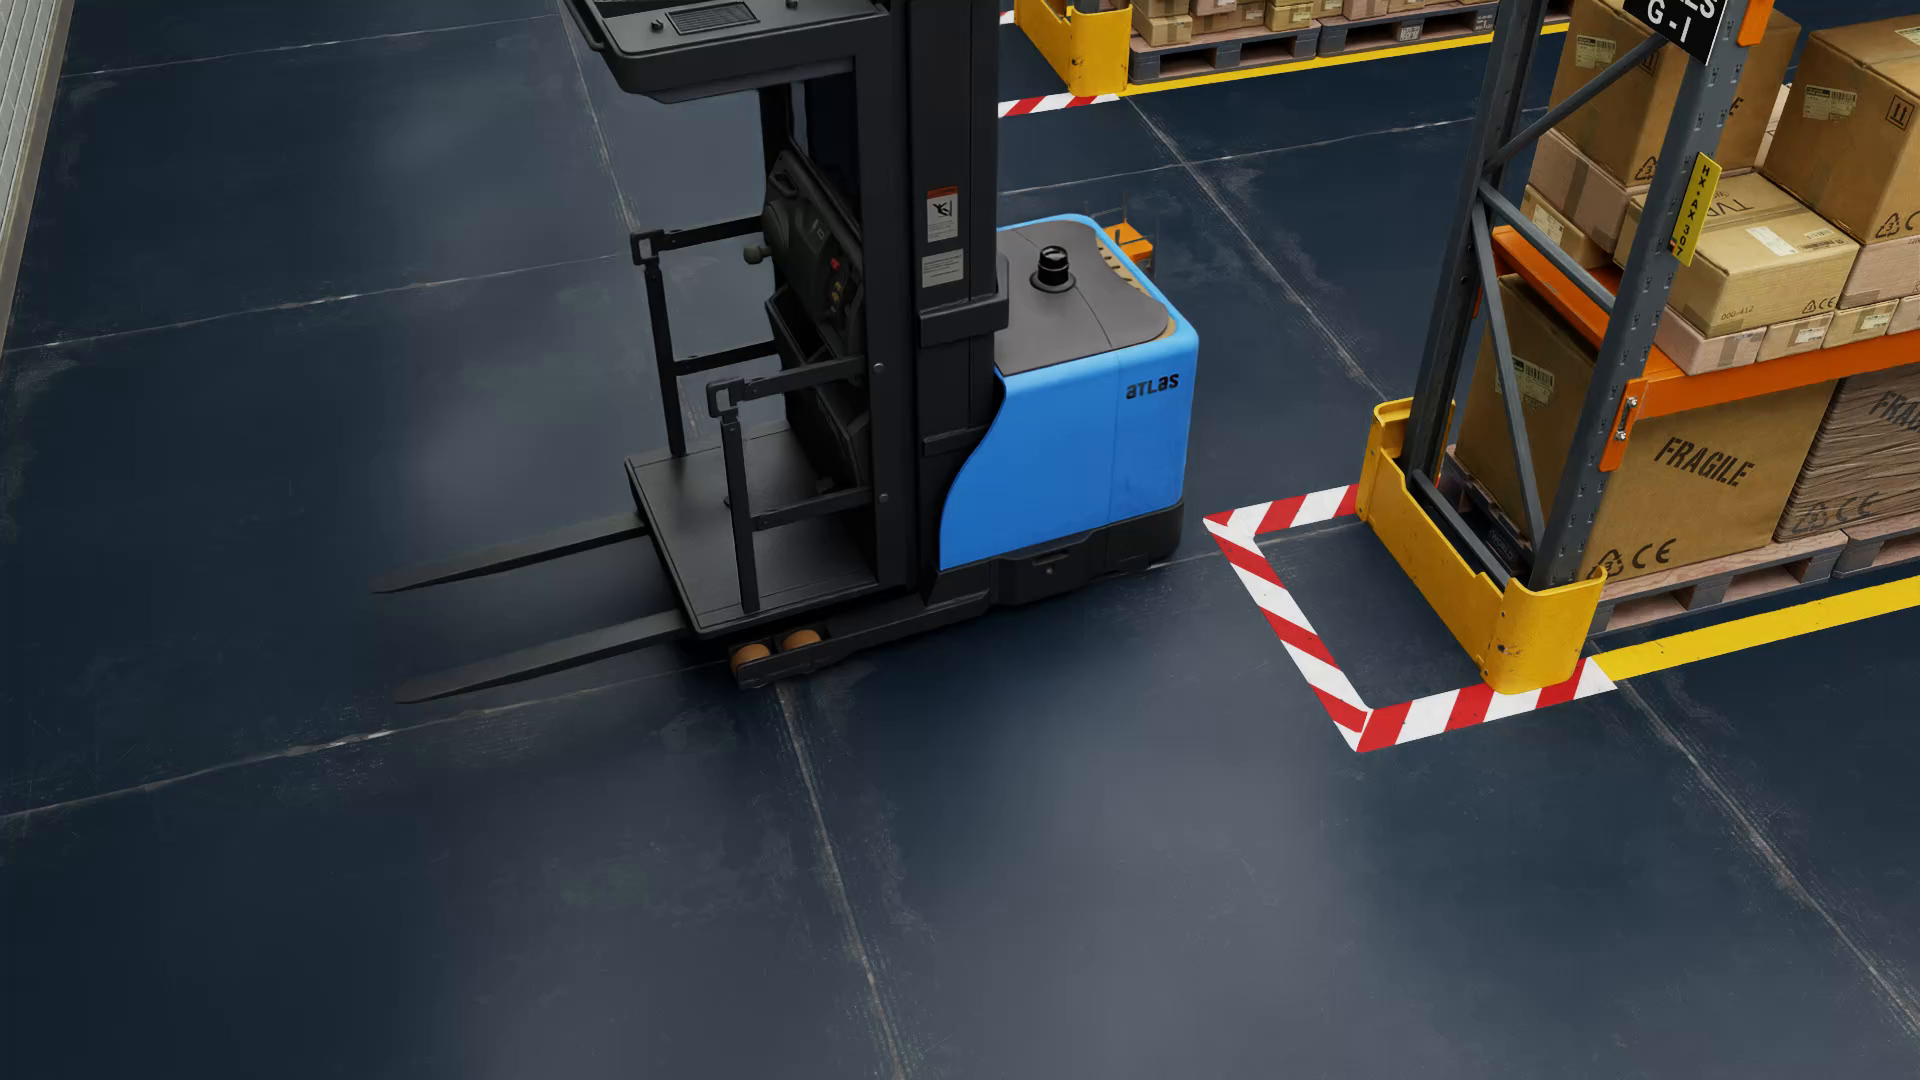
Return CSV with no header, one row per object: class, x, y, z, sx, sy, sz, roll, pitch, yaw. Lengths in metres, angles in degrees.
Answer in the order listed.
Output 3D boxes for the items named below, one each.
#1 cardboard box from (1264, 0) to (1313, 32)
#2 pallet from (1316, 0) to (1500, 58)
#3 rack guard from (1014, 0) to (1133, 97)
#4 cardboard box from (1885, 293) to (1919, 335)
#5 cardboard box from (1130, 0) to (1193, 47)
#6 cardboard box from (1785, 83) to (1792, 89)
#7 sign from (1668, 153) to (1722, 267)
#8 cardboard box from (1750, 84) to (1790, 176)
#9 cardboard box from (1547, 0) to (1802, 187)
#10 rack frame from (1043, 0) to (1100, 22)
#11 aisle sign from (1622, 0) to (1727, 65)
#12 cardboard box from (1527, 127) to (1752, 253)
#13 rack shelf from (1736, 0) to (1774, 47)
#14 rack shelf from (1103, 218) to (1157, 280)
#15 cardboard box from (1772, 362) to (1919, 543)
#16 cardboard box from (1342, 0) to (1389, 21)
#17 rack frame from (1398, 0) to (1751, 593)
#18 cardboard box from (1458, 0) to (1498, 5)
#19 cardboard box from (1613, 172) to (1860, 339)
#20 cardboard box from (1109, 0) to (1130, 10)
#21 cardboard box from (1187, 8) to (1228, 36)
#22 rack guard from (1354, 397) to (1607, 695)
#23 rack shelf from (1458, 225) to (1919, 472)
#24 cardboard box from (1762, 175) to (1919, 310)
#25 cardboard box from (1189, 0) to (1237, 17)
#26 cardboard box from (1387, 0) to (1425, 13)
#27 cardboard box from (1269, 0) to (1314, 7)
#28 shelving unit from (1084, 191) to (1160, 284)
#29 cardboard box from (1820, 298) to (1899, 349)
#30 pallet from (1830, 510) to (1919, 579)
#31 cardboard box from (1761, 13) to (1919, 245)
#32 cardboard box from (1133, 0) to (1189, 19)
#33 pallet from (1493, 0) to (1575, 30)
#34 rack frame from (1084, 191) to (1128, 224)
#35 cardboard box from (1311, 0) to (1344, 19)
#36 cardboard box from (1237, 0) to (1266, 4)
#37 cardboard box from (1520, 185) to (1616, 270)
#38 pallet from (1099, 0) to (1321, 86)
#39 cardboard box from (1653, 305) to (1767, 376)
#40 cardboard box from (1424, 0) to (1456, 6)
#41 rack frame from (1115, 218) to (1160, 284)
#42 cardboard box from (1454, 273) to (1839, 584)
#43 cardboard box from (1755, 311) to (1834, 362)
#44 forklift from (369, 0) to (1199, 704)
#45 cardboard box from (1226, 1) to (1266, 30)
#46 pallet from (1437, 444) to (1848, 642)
cardboard box,1.920,-3.213,9.996,0.250,0.149,0.380,-11,42,-13
pallet,2.607,-3.430,10.515,1.213,0.211,1.003,-12,42,-13
rack guard,0.660,-3.161,9.989,0.348,0.500,1.175,-12,42,-13
cardboard box,3.156,-0.878,5.666,0.250,0.149,0.380,-12,43,-14
cardboard box,1.184,-3.075,9.837,0.250,0.149,0.380,-11,42,-12
cardboard box,3.333,-1.474,6.045,0.500,0.250,0.500,-13,43,-15
sign,2.142,-0.962,4.853,0.005,0.325,0.100,-12,42,-13
cardboard box,2.848,-1.373,5.929,0.500,0.250,0.500,-12,43,-14
cardboard box,2.367,-1.554,5.567,0.500,0.500,0.500,-11,42,-13
rack frame,0.588,-4.088,9.149,0.127,3.000,1.000,-12,42,-13
aisle sign,2.003,-1.732,4.476,0.004,0.787,0.394,-12,42,-13
cardboard box,2.364,-1.273,5.815,0.500,0.250,0.500,-12,43,-14
rack shelf,3.889,-2.209,5.266,4.000,0.370,1.077,-12,42,-13
rack shelf,0.649,-1.132,6.832,0.215,0.259,0.240,-18,44,-20
cardboard box,3.436,-0.670,6.532,0.875,0.875,0.875,-12,42,-13
cardboard box,2.399,-3.318,10.116,0.250,0.149,0.380,-14,43,-15
rack frame,1.981,-0.955,5.564,0.127,3.000,1.000,-12,42,-13
cardboard box,3.144,-3.467,10.286,0.250,0.149,0.380,-12,43,-13
cardboard box,2.520,-0.936,5.430,0.500,0.250,0.500,-13,43,-14
cardboard box,1.027,-3.407,10.218,0.250,0.149,0.380,-11,42,-12
cardboard box,1.409,-3.178,9.956,0.250,0.149,0.380,-12,43,-13
rack guard,1.958,-0.009,6.380,0.348,0.500,1.175,-12,42,-13
rack shelf,3.889,-1.080,6.253,4.000,0.370,1.077,-12,42,-13
cardboard box,3.014,-1.043,5.552,0.500,0.250,0.500,-12,43,-14
cardboard box,1.443,-3.246,9.807,0.250,0.149,0.380,-12,43,-13
cardboard box,2.655,-3.389,10.197,0.250,0.149,0.380,-12,42,-13
cardboard box,1.927,-3.332,9.906,0.250,0.149,0.380,-10,42,-12
shelving unit,0.649,-0.926,7.012,0.215,1.050,0.252,-18,44,-20
cardboard box,2.907,-0.826,5.607,0.250,0.149,0.380,-13,43,-14
pallet,3.882,-0.351,6.991,1.213,0.211,1.003,-12,42,-13
cardboard box,2.997,-1.317,5.296,0.500,0.500,0.500,-13,43,-14
cardboard box,1.165,-3.227,9.785,0.250,0.149,0.380,-10,42,-11
pallet,3.773,-3.673,10.794,1.213,0.211,1.003,-12,42,-13
rack frame,0.594,-0.998,7.094,0.200,1.050,0.008,-18,44,-20
cardboard box,2.135,-3.323,10.122,0.250,0.149,0.380,-12,42,-13
cardboard box,1.650,-3.349,9.925,0.250,0.149,0.380,-11,42,-13
cardboard box,2.222,-1.138,5.963,0.250,0.149,0.380,-11,42,-12
pallet,1.446,-3.191,10.242,1.213,0.211,1.003,-12,42,-13
cardboard box,2.419,-0.724,5.489,0.250,0.149,0.380,-11,42,-13
cardboard box,2.875,-3.458,10.275,0.250,0.149,0.380,-11,42,-12
rack frame,0.703,-0.854,6.930,0.200,1.050,0.008,-18,44,-20
cardboard box,2.568,-0.490,6.327,0.875,0.875,0.875,-12,42,-13
cardboard box,2.663,-0.775,5.548,0.250,0.149,0.380,-12,43,-14
forklift,-0.687,-0.953,5.613,3.031,2.935,1.130,-15,43,-17
cardboard box,1.644,-3.232,10.017,0.250,0.149,0.380,-11,42,-13
pallet,2.720,-0.112,6.718,1.213,0.211,1.003,-12,42,-13
